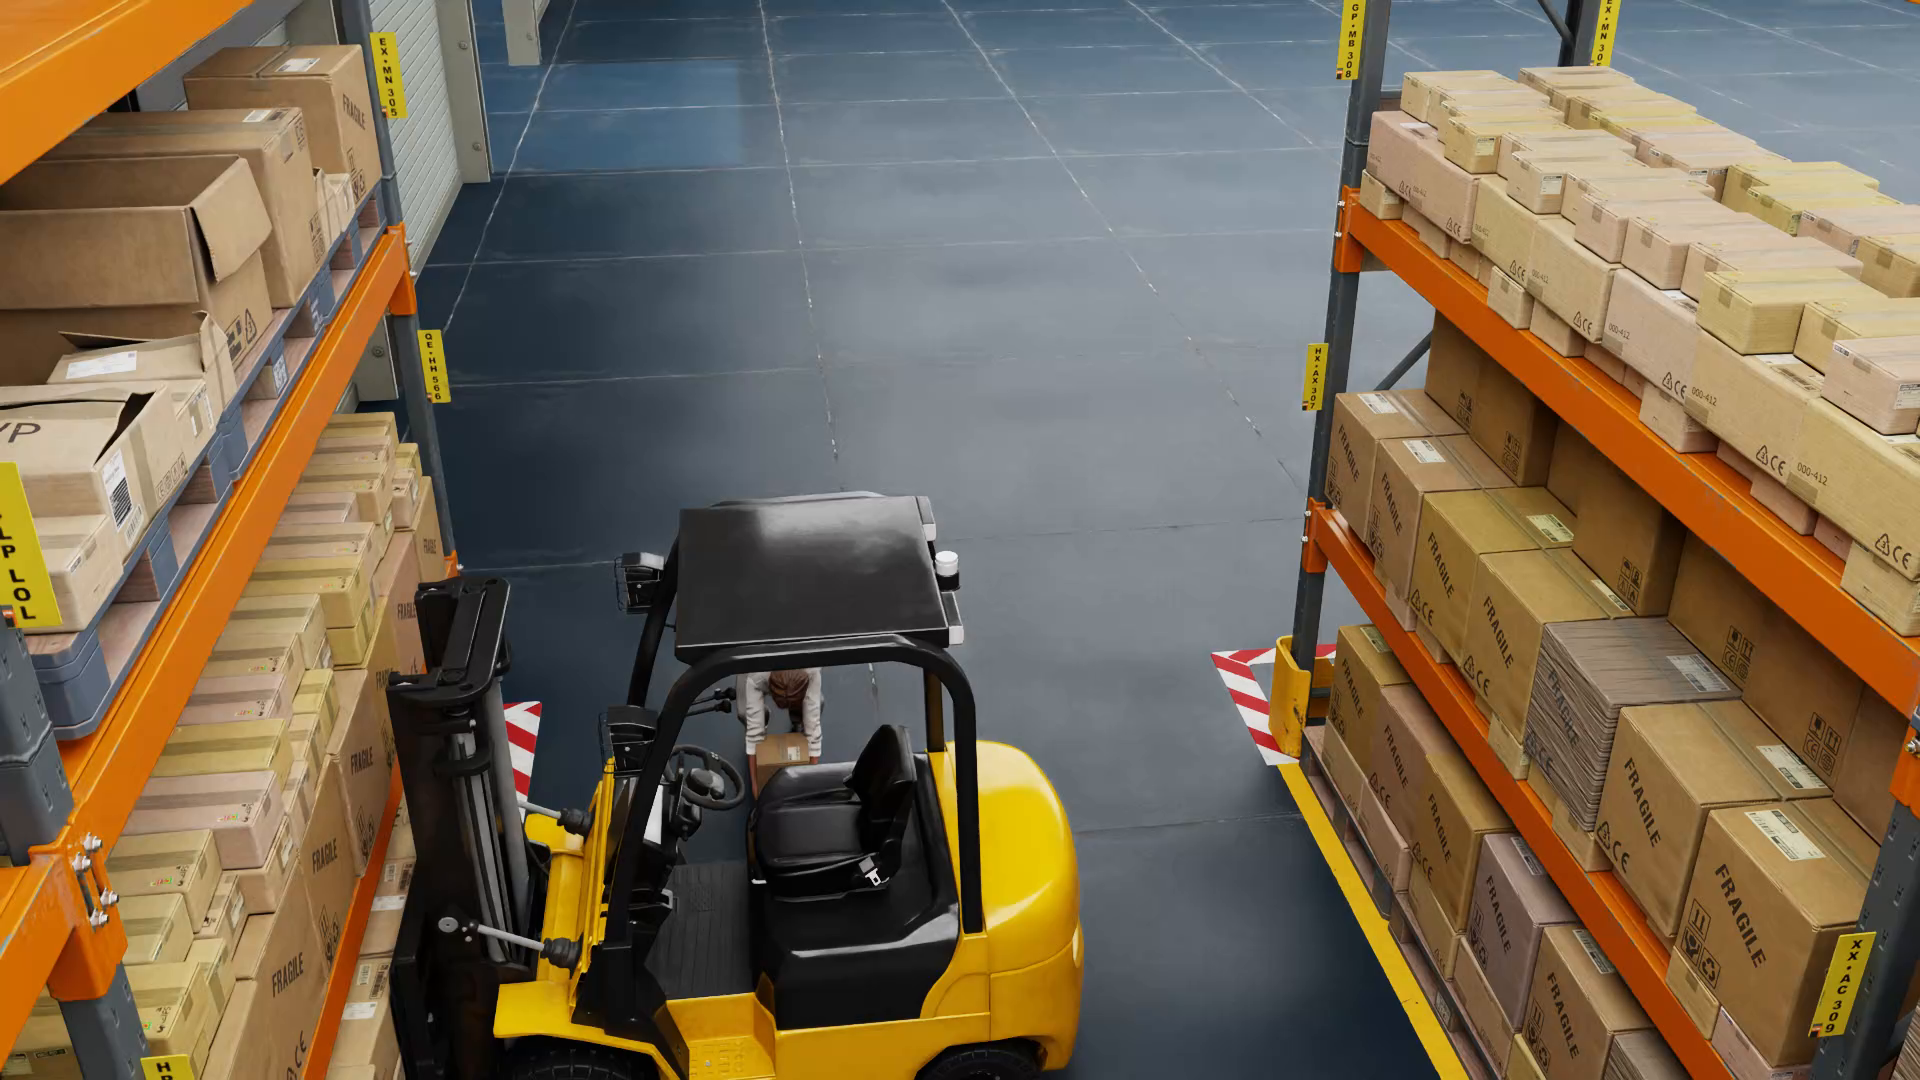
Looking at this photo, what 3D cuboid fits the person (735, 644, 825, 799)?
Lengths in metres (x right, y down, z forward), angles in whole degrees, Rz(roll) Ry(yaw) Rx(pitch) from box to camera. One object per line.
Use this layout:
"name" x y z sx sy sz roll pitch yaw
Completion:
"person" -0.884 0.785 8.167 0.430 0.747 0.843 -4 28 -8
